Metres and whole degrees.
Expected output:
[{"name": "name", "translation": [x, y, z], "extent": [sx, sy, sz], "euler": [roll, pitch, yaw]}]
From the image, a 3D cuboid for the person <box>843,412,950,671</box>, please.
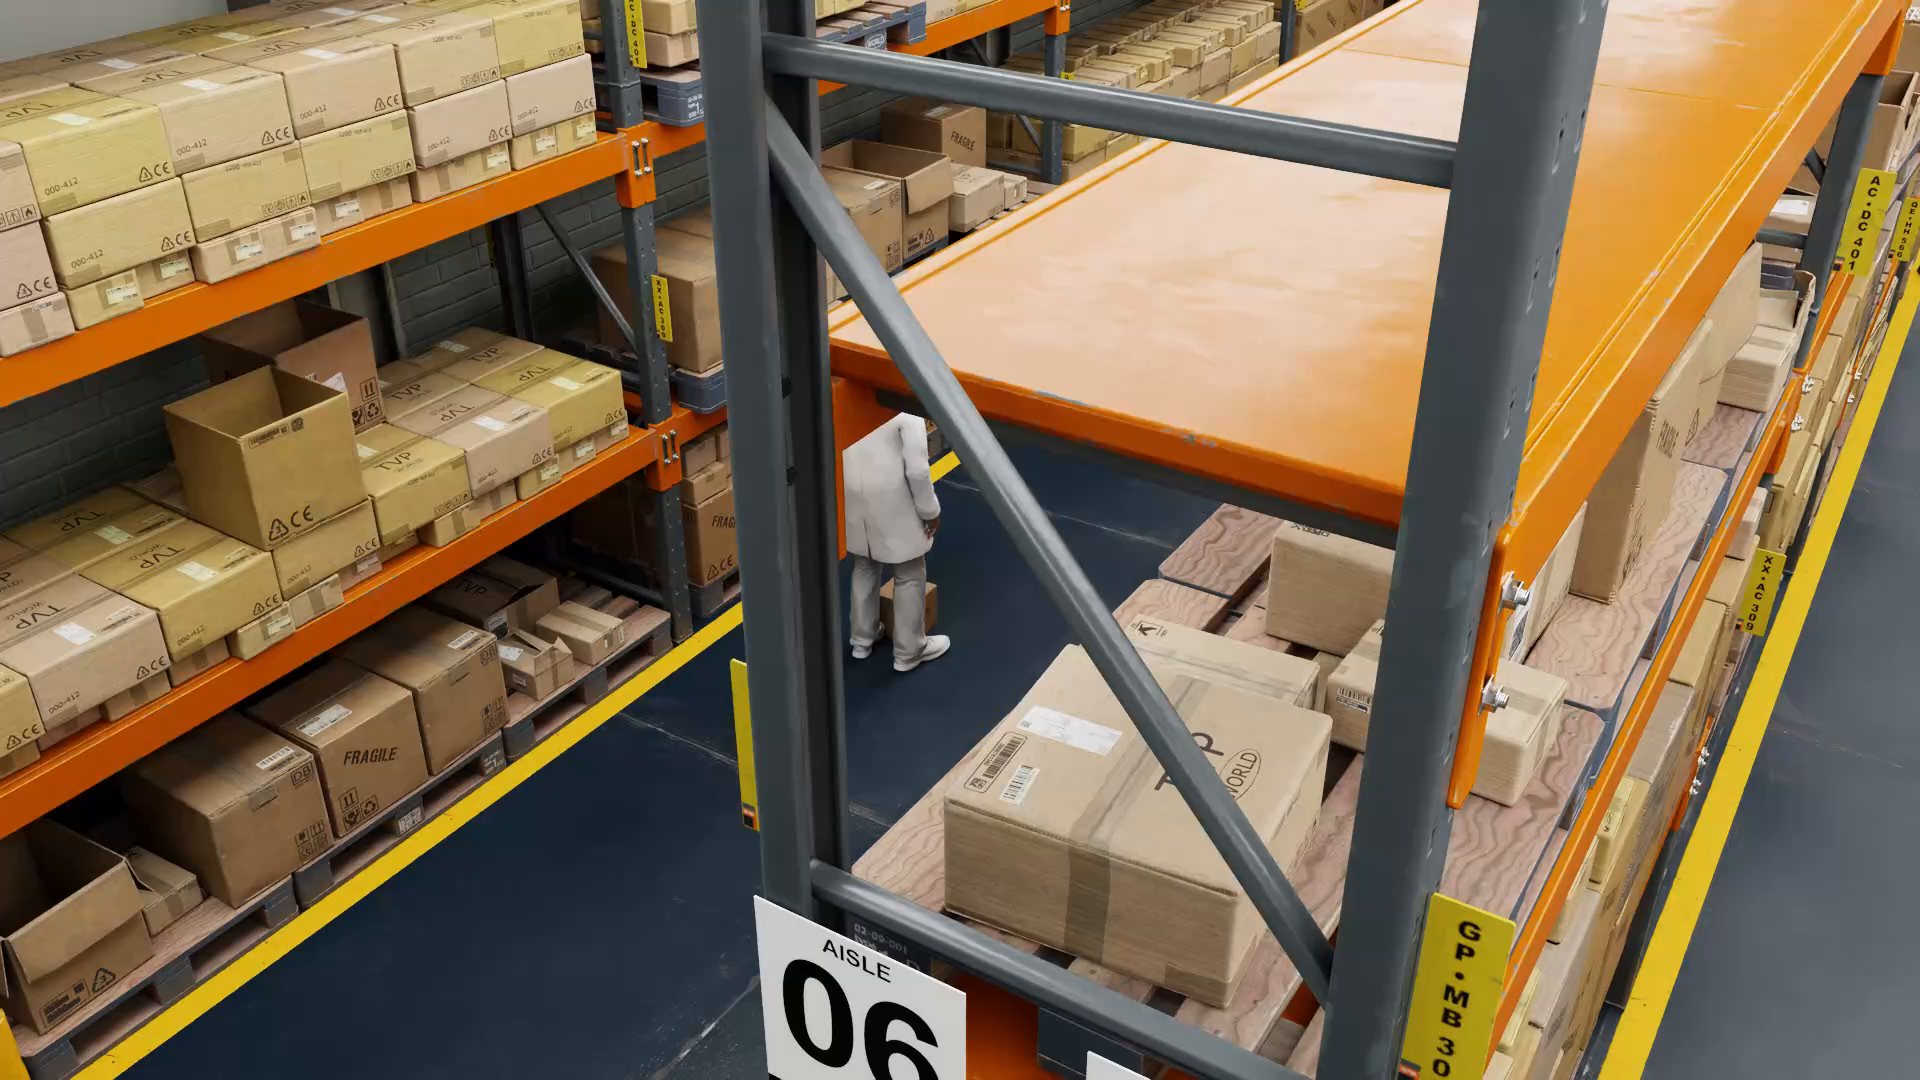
[{"name": "person", "translation": [-0.403, -0.128, 8.543], "extent": [0.655, 1.660, 0.423], "euler": [15, 33, 24]}]
